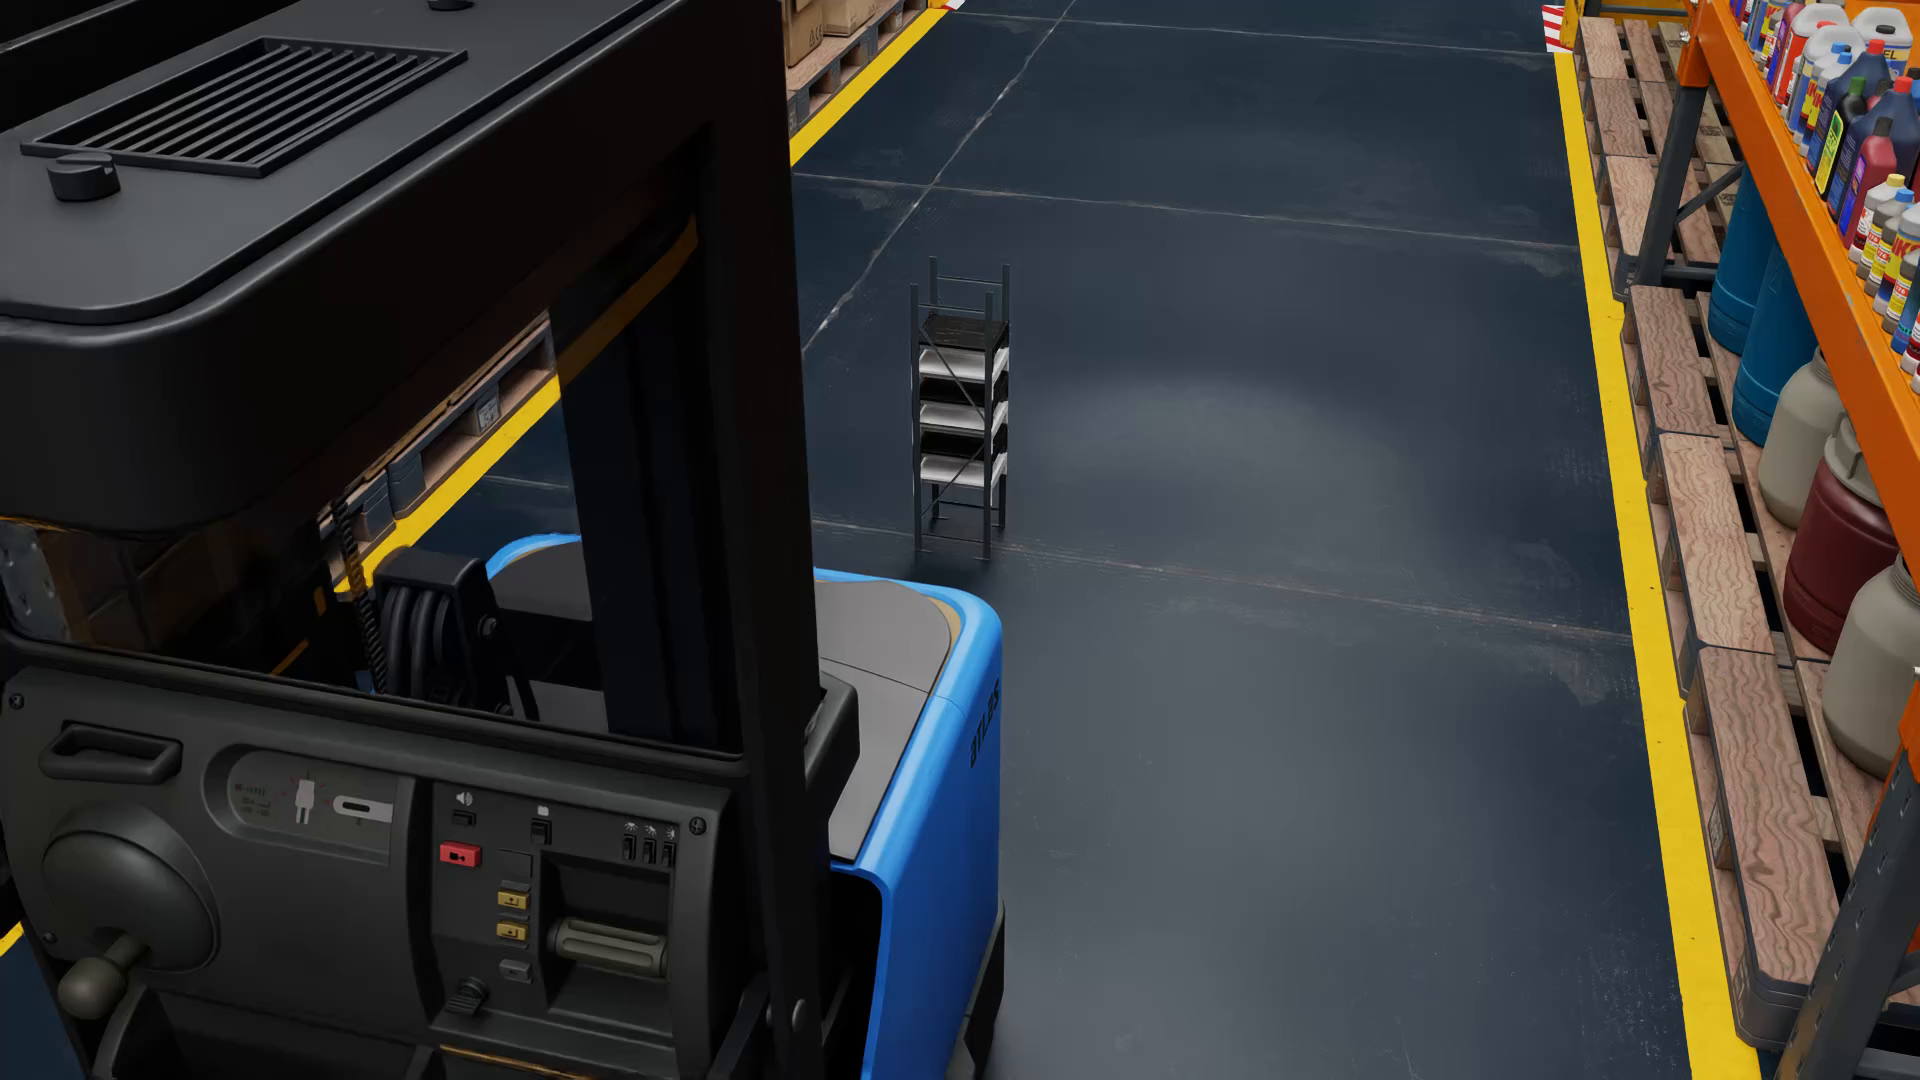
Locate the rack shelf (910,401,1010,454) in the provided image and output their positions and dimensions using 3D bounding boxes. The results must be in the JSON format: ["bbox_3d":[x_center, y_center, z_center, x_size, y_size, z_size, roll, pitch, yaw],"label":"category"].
[{"bbox_3d":[0.002,-0.356,5.033,0.258,0.077,0.200,8,33,12],"label":"rack shelf"}]

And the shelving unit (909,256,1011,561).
[{"bbox_3d":[0.002,-0.384,5.015,0.258,0.900,0.210,8,33,12],"label":"shelving unit"}]

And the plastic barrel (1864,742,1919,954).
[{"bbox_3d":[2.244,0.465,3.353,0.600,0.830,0.708,8,33,12],"label":"plastic barrel"}]

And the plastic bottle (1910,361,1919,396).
[{"bbox_3d":[1.932,-0.378,3.234,0.097,0.201,0.097,0,32,0],"label":"plastic bottle"}]

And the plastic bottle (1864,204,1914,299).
[{"bbox_3d":[2.056,-0.631,3.632,0.097,0.201,0.097,0,32,0],"label":"plastic bottle"}]

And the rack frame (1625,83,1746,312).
[{"bbox_3d":[3.152,-2.093,5.746,1.000,3.000,0.127,8,33,12],"label":"rack frame"}]

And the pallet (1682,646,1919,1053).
[{"bbox_3d":[2.296,0.745,3.881,1.003,0.211,1.213,8,33,12],"label":"pallet"}]

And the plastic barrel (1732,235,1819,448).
[{"bbox_3d":[2.818,-0.737,5.178,0.600,0.901,0.708,8,33,12],"label":"plastic barrel"}]

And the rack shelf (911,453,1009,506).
[{"bbox_3d":[0.002,-0.204,5.130,0.258,0.077,0.200,8,33,12],"label":"rack shelf"}]

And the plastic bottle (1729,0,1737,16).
[{"bbox_3d":[2.646,-1.911,5.569,0.061,0.283,0.133,8,33,12],"label":"plastic bottle"}]

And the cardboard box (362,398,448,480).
[{"bbox_3d":[-2.002,-0.553,5.245,0.500,0.500,0.500,8,33,12],"label":"cardboard box"}]

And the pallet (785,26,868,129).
[{"bbox_3d":[-1.156,-2.584,9.117,1.003,0.211,1.213,8,33,12],"label":"pallet"}]

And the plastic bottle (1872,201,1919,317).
[{"bbox_3d":[2.031,-0.610,3.533,0.097,0.271,0.097,0,32,0],"label":"plastic bottle"}]

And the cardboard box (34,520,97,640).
[{"bbox_3d":[-2.262,-0.021,4.408,0.500,0.500,0.500,9,34,14],"label":"cardboard box"}]

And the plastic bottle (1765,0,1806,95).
[{"bbox_3d":[2.421,-1.450,4.844,0.061,0.283,0.133,8,33,12],"label":"plastic bottle"}]

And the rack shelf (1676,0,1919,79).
[{"bbox_3d":[3.659,-2.827,7.572,1.077,0.370,4.000,8,33,12],"label":"rack shelf"}]

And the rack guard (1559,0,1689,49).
[{"bbox_3d":[4.160,-3.128,9.704,1.175,0.500,0.348,8,33,12],"label":"rack guard"}]

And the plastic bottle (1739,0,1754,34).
[{"bbox_3d":[2.601,-1.745,5.384,0.097,0.201,0.097,0,32,0],"label":"plastic bottle"}]

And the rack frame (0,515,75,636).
[{"bbox_3d":[-2.654,-0.693,3.545,1.000,3.000,0.127,8,33,12],"label":"rack frame"}]

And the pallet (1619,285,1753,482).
[{"bbox_3d":[2.916,-0.521,5.873,1.003,0.211,1.213,8,33,12],"label":"pallet"}]

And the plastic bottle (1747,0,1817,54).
[{"bbox_3d":[2.573,-1.662,5.184,0.152,0.276,0.135,8,33,12],"label":"plastic bottle"}]

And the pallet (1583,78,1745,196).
[{"bbox_3d":[3.608,-1.938,8.102,1.003,0.211,1.213,8,33,12],"label":"pallet"}]

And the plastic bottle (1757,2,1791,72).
[{"bbox_3d":[2.492,-1.524,5.036,0.097,0.201,0.097,0,32,0],"label":"plastic bottle"}]

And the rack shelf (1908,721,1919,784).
[{"bbox_3d":[1.629,1.324,1.041,1.077,0.370,4.000,8,33,12],"label":"rack shelf"}]

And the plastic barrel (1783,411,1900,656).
[{"bbox_3d":[2.531,-0.019,4.340,0.600,0.588,0.708,8,33,12],"label":"plastic barrel"}]

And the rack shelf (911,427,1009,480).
[{"bbox_3d":[0.002,-0.280,5.081,0.258,0.077,0.200,8,33,12],"label":"rack shelf"}]

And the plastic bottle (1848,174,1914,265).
[{"bbox_3d":[2.105,-0.732,3.791,0.097,0.201,0.097,0,32,0],"label":"plastic bottle"}]

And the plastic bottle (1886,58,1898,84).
[{"bbox_3d":[2.497,-1.212,4.546,0.097,0.201,0.097,0,32,0],"label":"plastic bottle"}]

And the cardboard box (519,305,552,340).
[{"bbox_3d":[-1.748,-1.089,6.087,0.500,0.500,0.500,8,33,13],"label":"cardboard box"}]

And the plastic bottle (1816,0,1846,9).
[{"bbox_3d":[2.698,-1.623,5.193,0.097,0.201,0.097,0,32,0],"label":"plastic bottle"}]

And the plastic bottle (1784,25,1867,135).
[{"bbox_3d":[2.372,-1.251,4.538,0.152,0.276,0.135,8,33,12],"label":"plastic bottle"}]

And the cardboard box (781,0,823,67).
[{"bbox_3d":[-1.167,-2.877,8.896,0.797,0.503,0.637,8,33,12],"label":"cardboard box"}]

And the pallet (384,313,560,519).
[{"bbox_3d":[-2.116,-0.530,5.887,1.003,0.211,1.213,8,33,12],"label":"pallet"}]

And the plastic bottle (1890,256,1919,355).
[{"bbox_3d":[1.982,-0.509,3.374,0.097,0.271,0.097,0,32,0],"label":"plastic bottle"}]

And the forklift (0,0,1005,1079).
[{"bbox_3d":[-0.772,0.467,1.784,1.130,2.935,3.031,8,33,12],"label":"forklift"}]

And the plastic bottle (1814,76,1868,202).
[{"bbox_3d":[2.197,-0.994,4.126,0.061,0.283,0.133,8,33,12],"label":"plastic bottle"}]

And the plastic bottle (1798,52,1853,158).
[{"bbox_3d":[2.291,-1.142,4.371,0.097,0.271,0.097,0,32,0],"label":"plastic bottle"}]

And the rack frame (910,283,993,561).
[{"bbox_3d":[-0.024,-0.331,4.932,0.240,0.900,0.006,8,33,12],"label":"rack frame"}]

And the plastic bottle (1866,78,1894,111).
[{"bbox_3d":[2.256,-0.986,4.113,0.061,0.283,0.133,8,33,12],"label":"plastic bottle"}]
